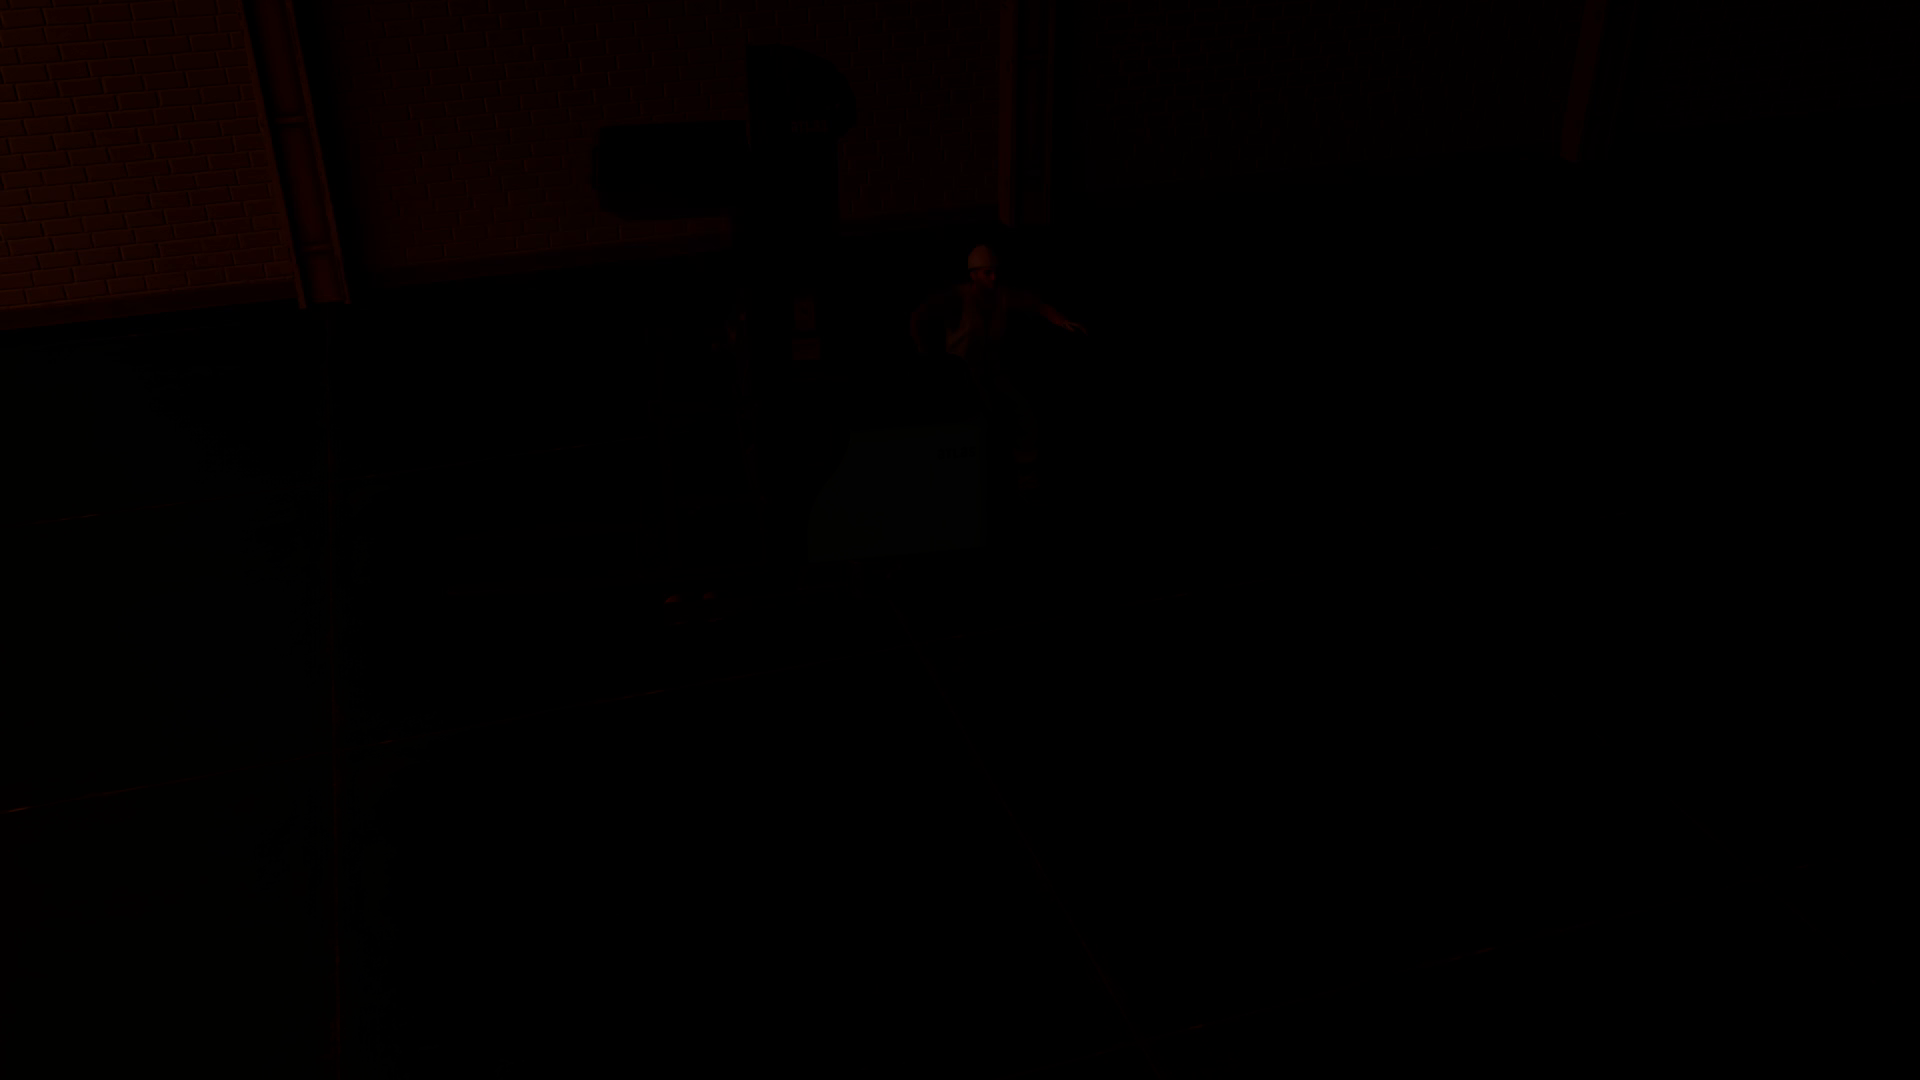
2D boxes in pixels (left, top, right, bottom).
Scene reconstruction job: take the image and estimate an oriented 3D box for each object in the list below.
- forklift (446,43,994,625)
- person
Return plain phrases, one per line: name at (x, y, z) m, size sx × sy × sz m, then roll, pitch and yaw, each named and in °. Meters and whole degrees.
forklift at (-1.372, -1.083, 8.969) m, size 3.031 × 2.935 × 1.130 m, roll -5°, pitch 30°, yaw -9°
person at (0.211, -0.977, 10.184) m, size 1.070 × 1.550 × 0.871 m, roll -20°, pitch 36°, yaw -31°
